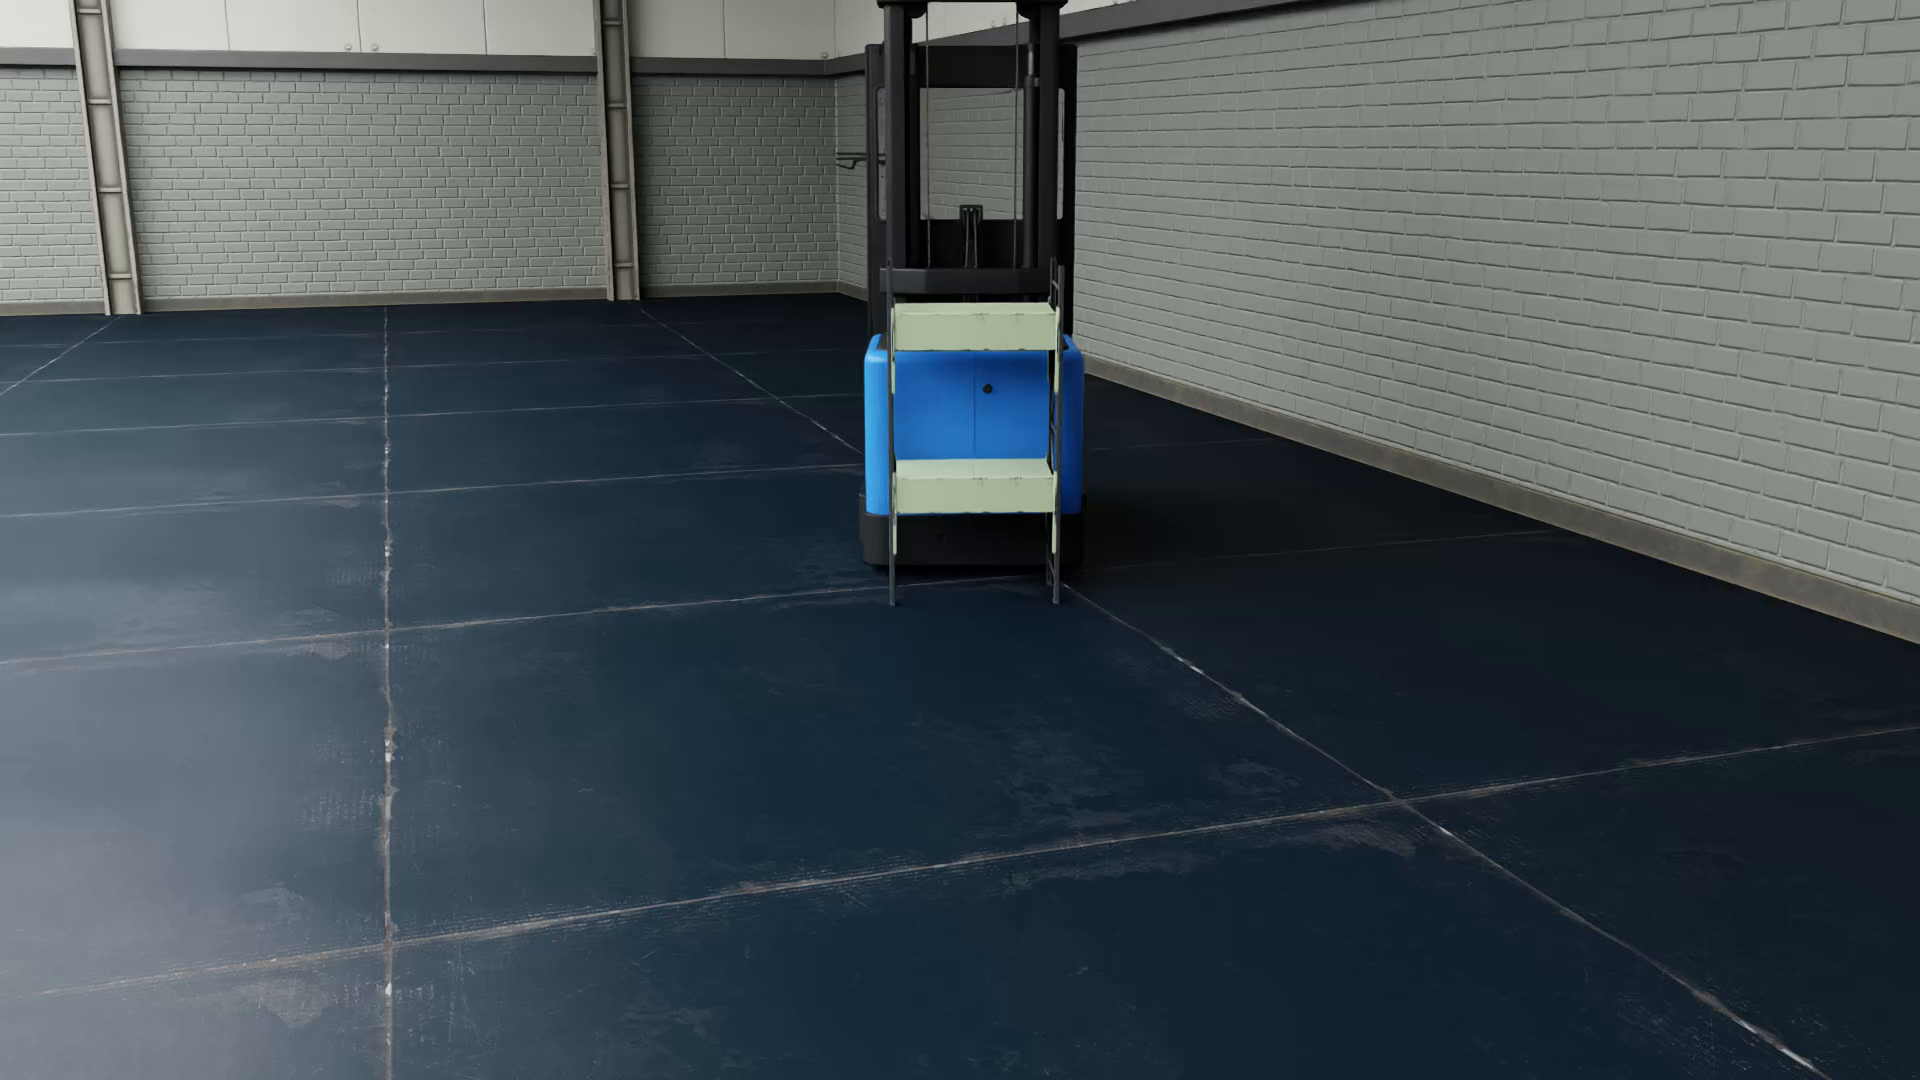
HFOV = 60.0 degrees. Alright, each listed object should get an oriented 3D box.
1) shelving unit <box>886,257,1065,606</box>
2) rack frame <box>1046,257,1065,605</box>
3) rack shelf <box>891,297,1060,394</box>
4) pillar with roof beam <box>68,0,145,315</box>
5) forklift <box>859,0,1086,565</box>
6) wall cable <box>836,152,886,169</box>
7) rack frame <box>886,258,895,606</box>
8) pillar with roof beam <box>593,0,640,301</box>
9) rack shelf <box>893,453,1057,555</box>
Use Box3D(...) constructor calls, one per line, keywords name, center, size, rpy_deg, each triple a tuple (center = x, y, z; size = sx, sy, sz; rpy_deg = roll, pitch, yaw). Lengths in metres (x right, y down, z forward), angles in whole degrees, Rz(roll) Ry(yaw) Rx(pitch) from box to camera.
Box3D(name="shelving unit", center=(0.059, -0.484, 7.418), size=(0.755, 1.500, 0.431), rpy_deg=(0, 15, -2))
Box3D(name="rack frame", center=(0.425, -0.487, 7.431), size=(0.023, 1.500, 0.400), rpy_deg=(0, 15, -2))
Box3D(name="rack shelf", center=(0.059, -0.862, 7.320), size=(0.720, 0.370, 0.431), rpy_deg=(0, 15, -2))
Box3D(name="pillar with roof beam", center=(-8.783, -6.191, 15.223), size=(0.400, 9.000, 9.100), rpy_deg=(-4, 14, -18))
Box3D(name="forklift", center=(0.053, -1.588, 8.984), size=(1.130, 2.935, 3.031), rpy_deg=(0, 13, -1))
Box3D(name="wall cable", center=(-1.255, -5.994, 21.108), size=(0.112, 2.526, 3.097), rpy_deg=(-4, 14, -18))
Box3D(name="rack frame", center=(-0.307, -0.481, 7.405), size=(0.023, 1.500, 0.400), rpy_deg=(0, 15, -2))
Box3D(name="pillar with roof beam", center=(-3.096, -6.633, 17.084), size=(0.400, 9.000, 9.100), rpy_deg=(-4, 14, -18))
Box3D(name="rack shelf", center=(0.059, -0.169, 7.499), size=(0.720, 0.370, 0.431), rpy_deg=(0, 15, -2))
